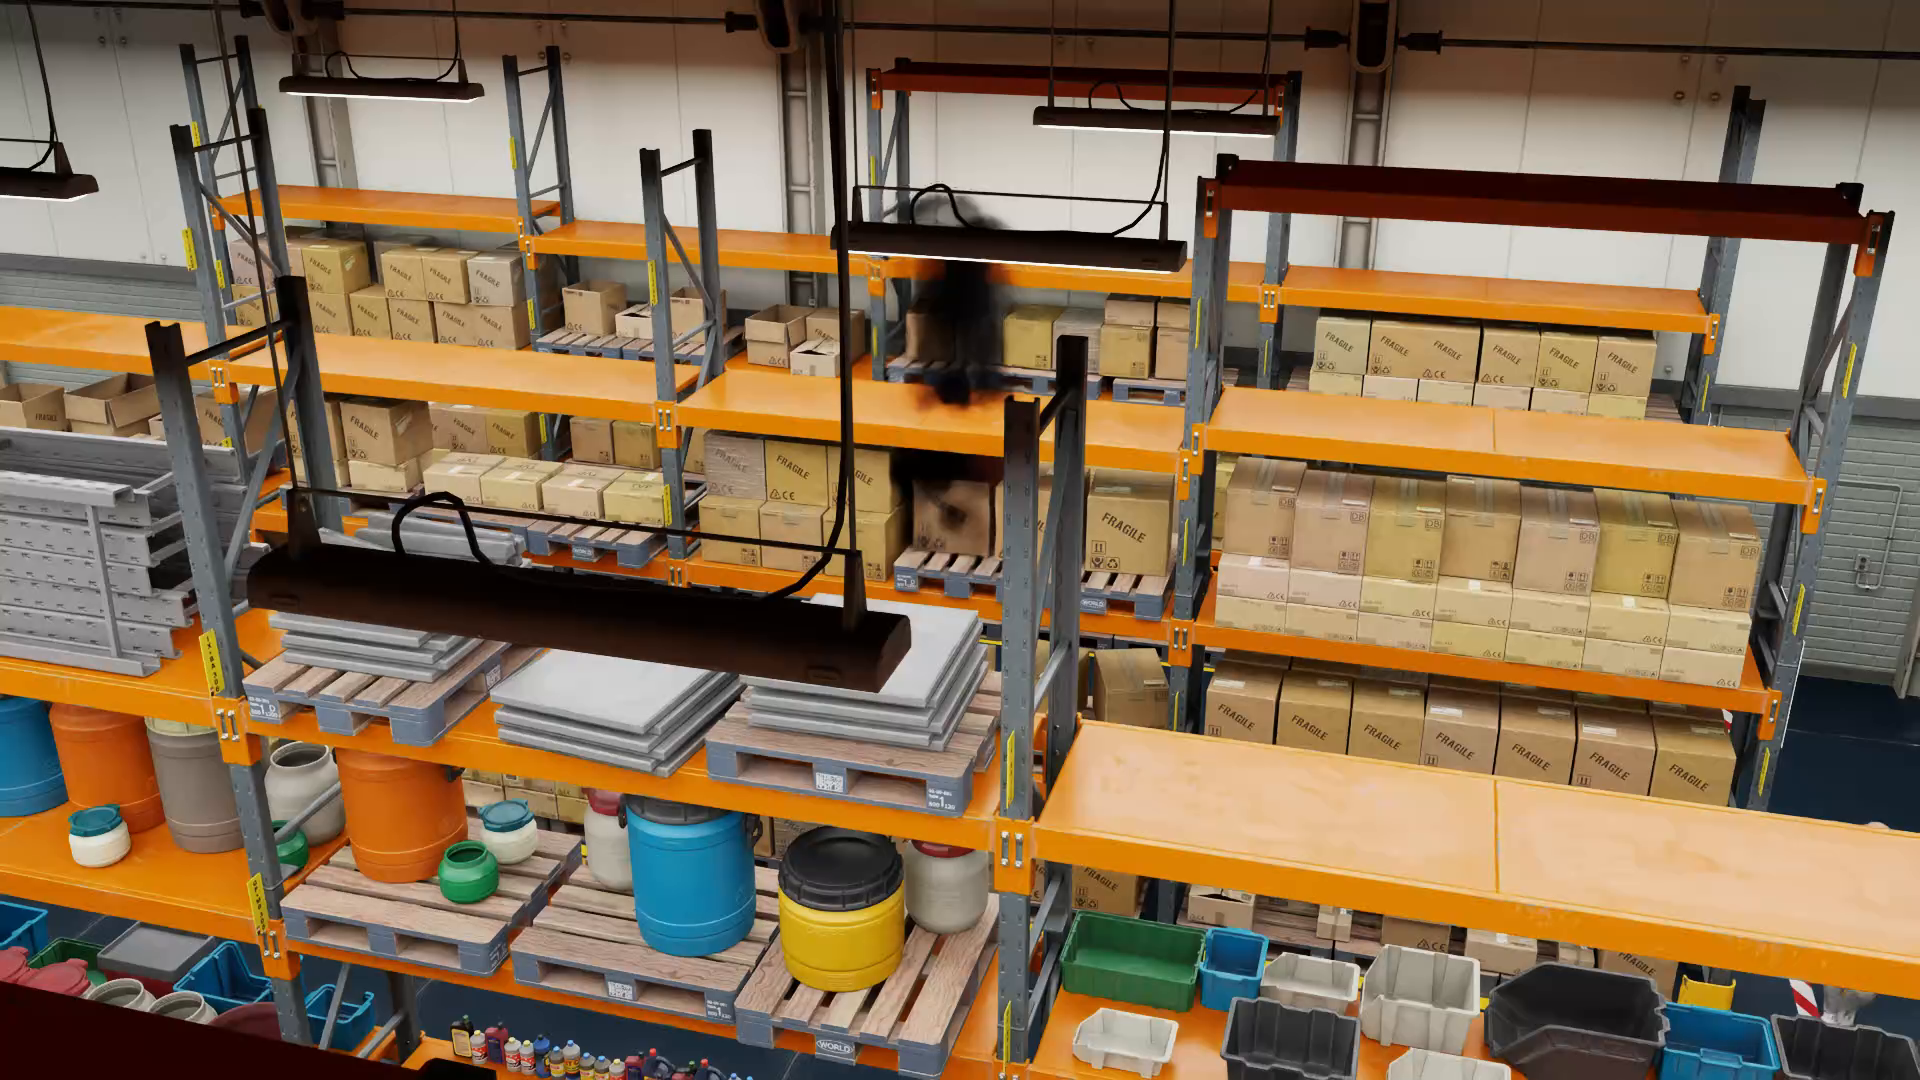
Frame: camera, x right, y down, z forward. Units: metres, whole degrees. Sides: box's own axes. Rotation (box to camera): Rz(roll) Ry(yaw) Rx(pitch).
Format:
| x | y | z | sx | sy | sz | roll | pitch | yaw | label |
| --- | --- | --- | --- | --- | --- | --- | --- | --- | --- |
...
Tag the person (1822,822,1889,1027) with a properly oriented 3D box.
| x | y | z | sx | sy | sz | roll | pitch | yaw | label |
| --- | --- | --- | --- | --- | --- | --- | --- | --- | --- |
| 6.357 | 2.793 | 11.798 | 0.735 | 1.725 | 0.592 | 11 | 25 | 25 | person |
